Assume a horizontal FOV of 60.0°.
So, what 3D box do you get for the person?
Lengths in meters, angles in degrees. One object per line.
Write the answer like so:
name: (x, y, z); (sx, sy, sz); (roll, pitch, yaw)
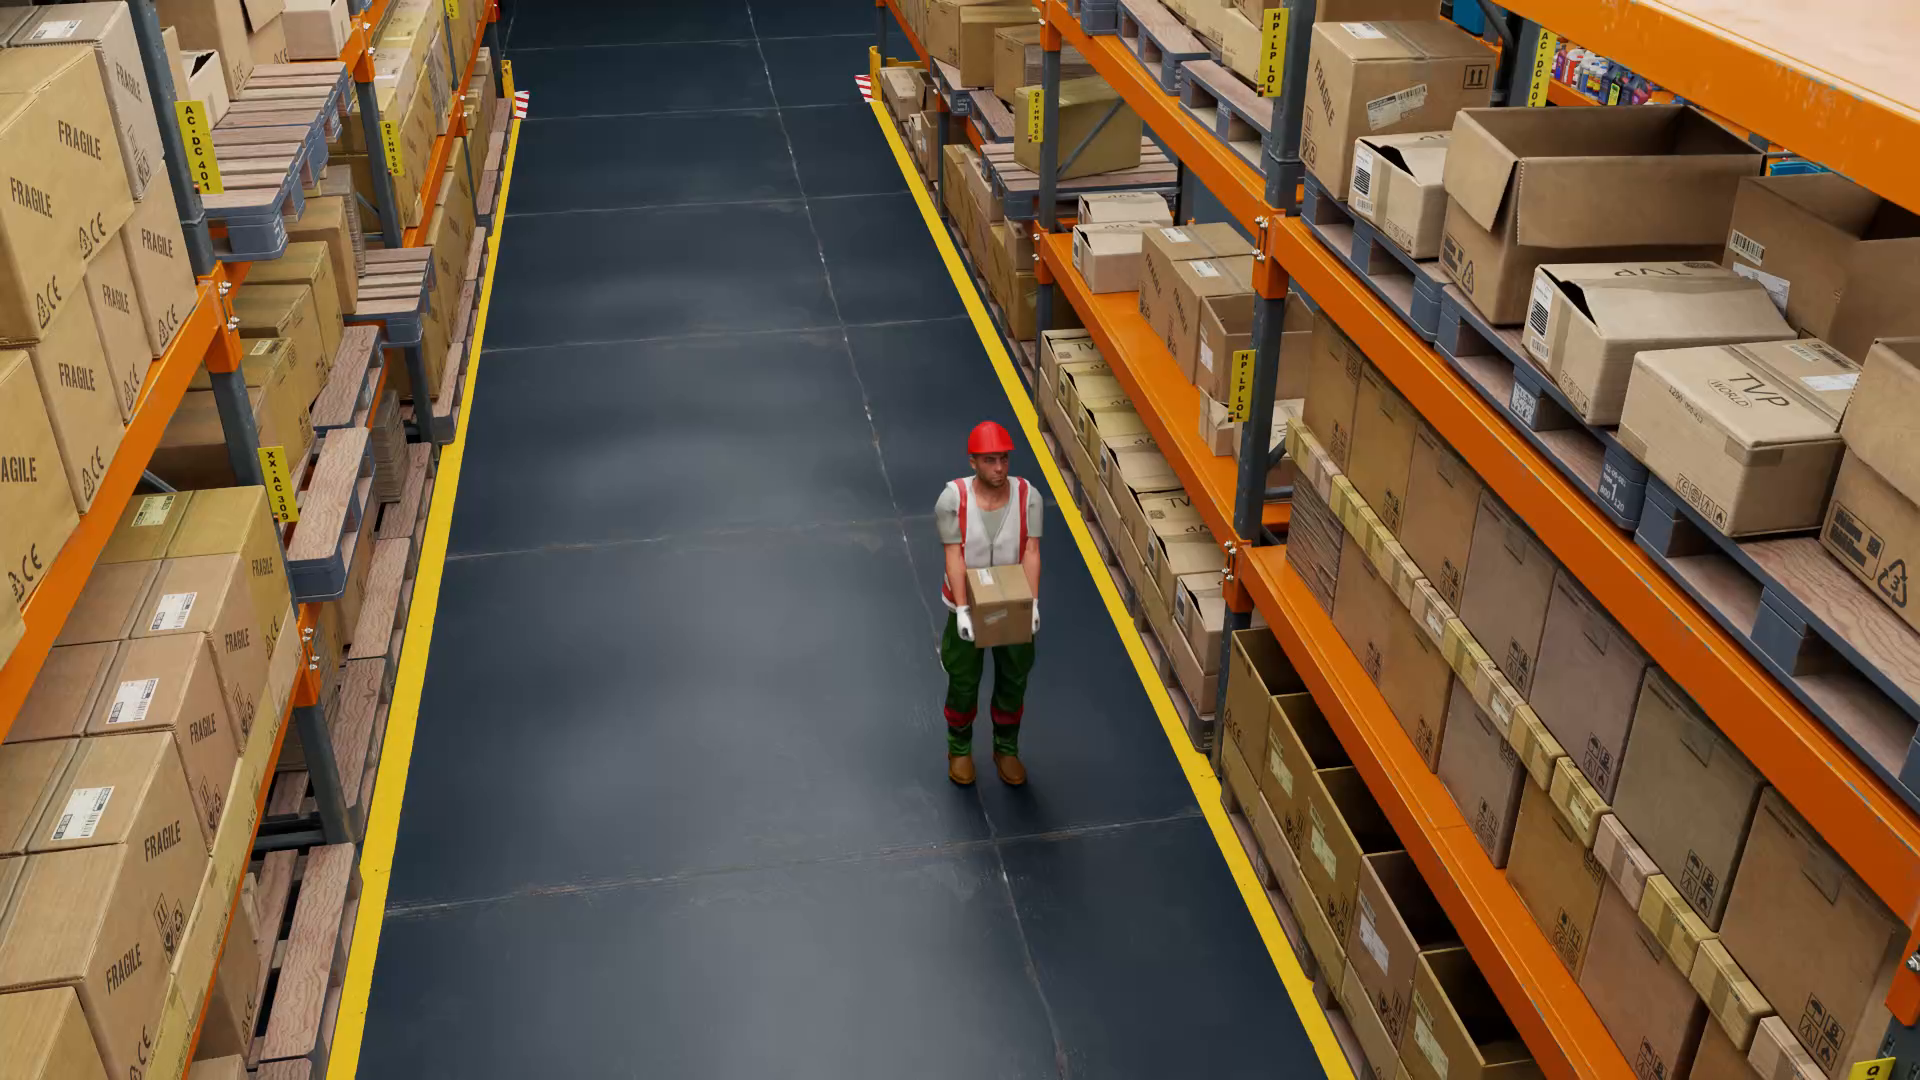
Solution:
person: (0.153, 0.344, 7.536); (0.494, 1.782, 0.564); (-5, 31, -9)
